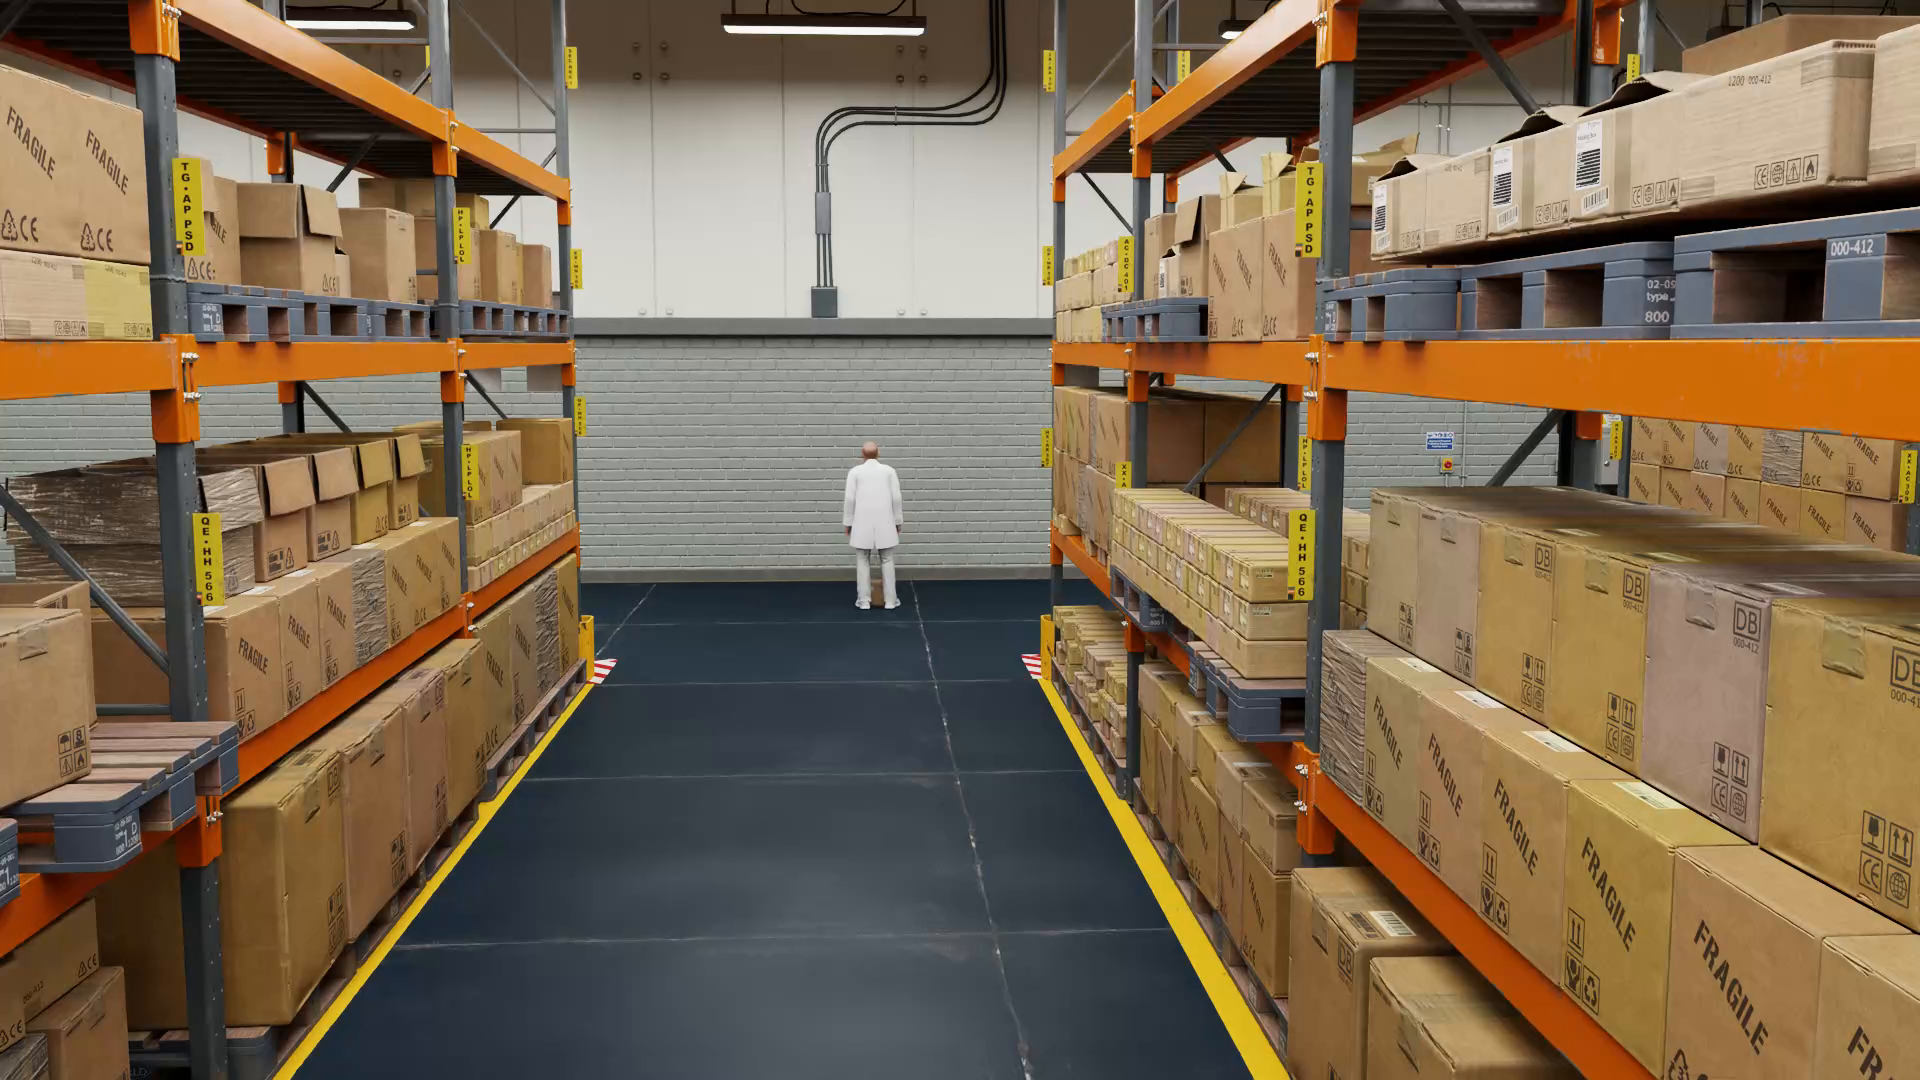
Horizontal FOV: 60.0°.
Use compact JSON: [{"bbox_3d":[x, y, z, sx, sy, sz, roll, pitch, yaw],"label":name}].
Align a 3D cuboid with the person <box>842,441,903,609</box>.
[{"bbox_3d":[-0.925,-0.159,17.657,0.645,1.772,0.429,-1,7,-7],"label":"person"}]
